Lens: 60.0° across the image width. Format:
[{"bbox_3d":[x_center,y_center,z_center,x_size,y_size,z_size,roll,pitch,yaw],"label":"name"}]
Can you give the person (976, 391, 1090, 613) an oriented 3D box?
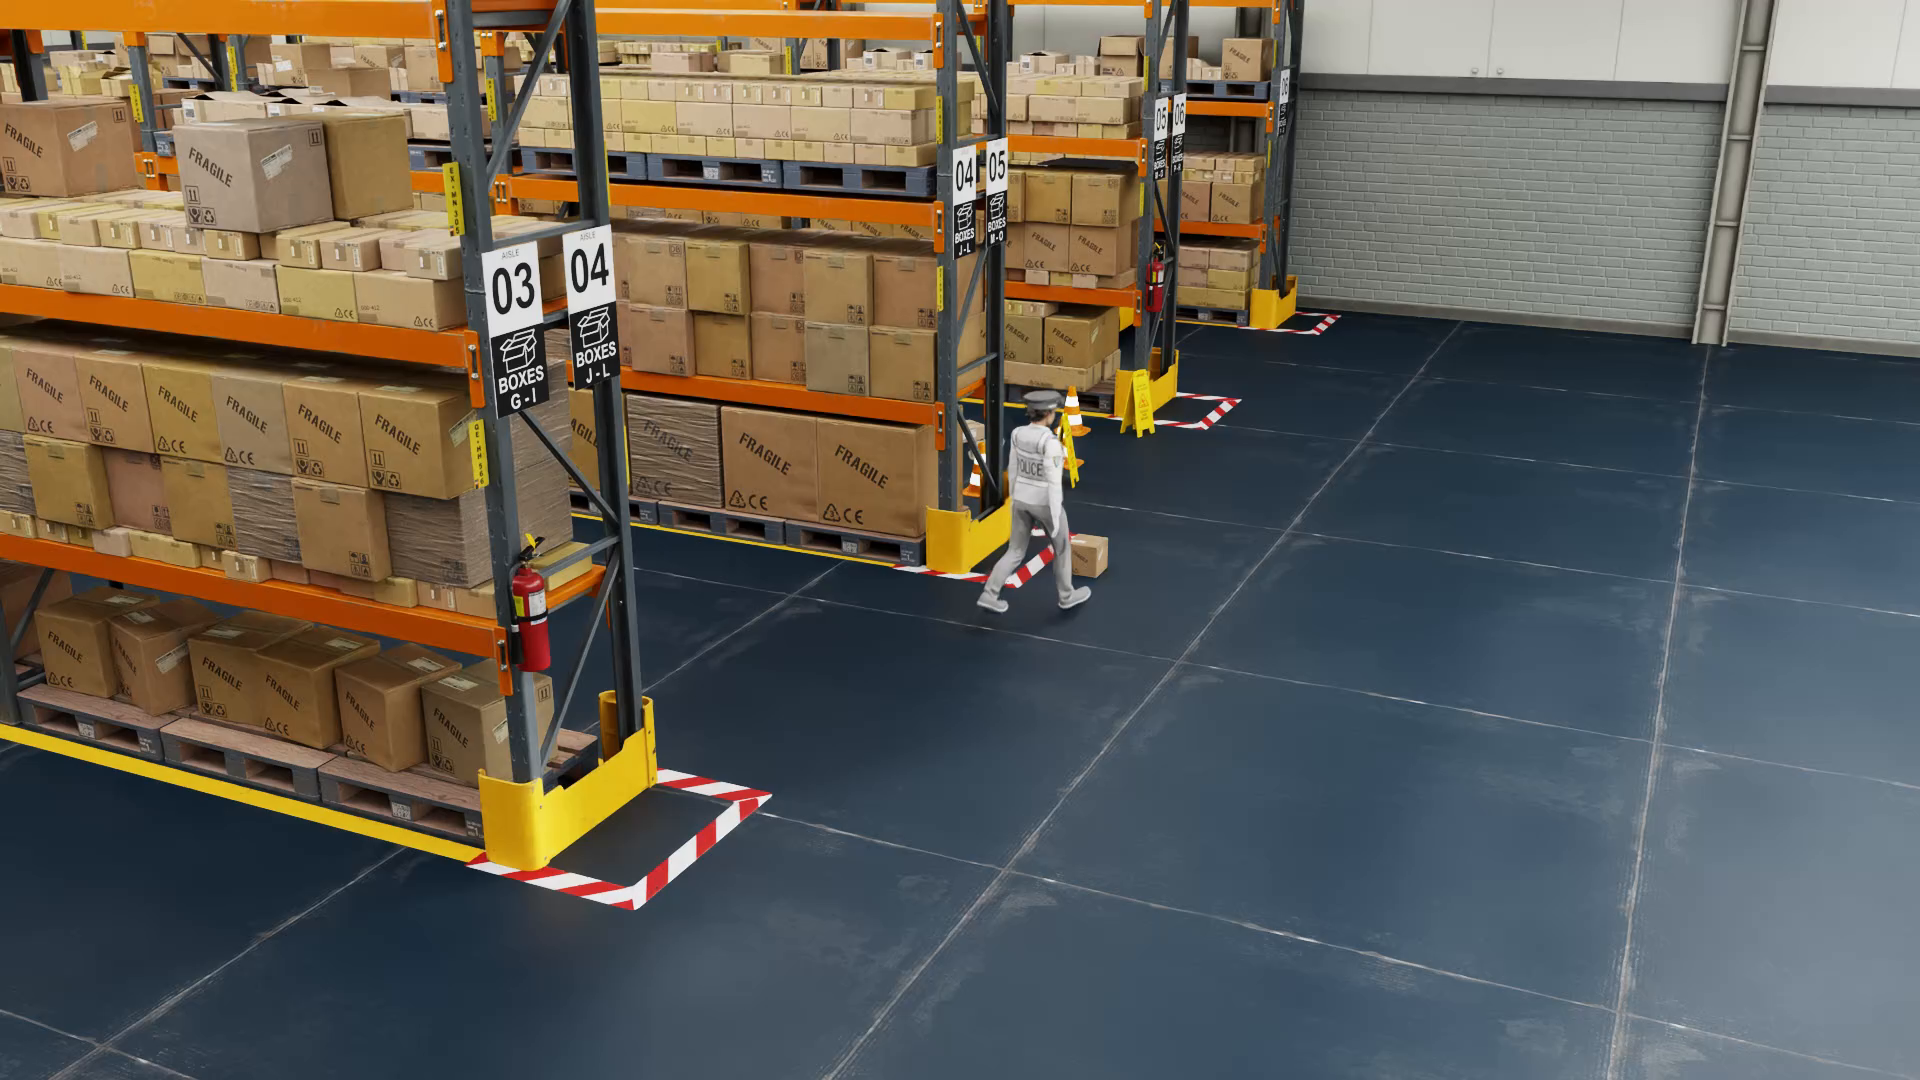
[{"bbox_3d":[0.541,-0.247,11.776,0.528,1.634,0.934,17,26,40],"label":"person"}]
